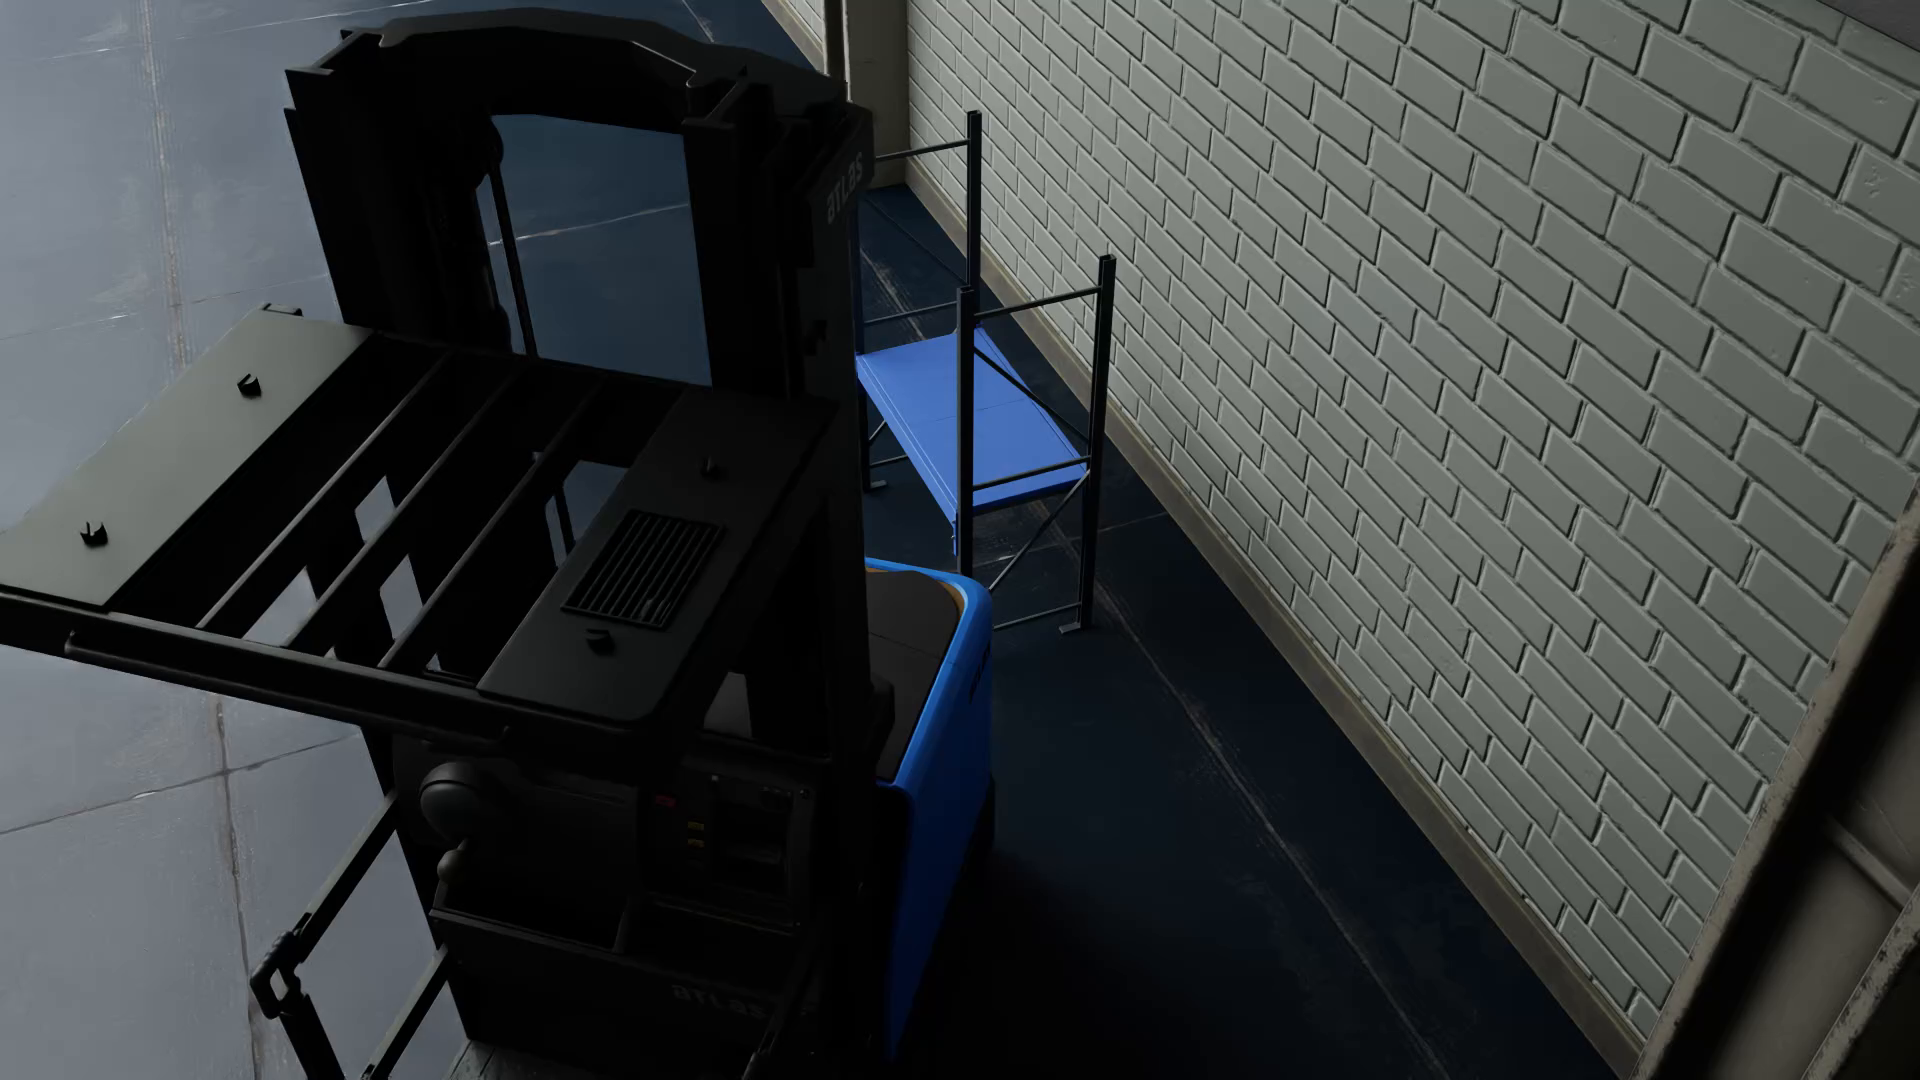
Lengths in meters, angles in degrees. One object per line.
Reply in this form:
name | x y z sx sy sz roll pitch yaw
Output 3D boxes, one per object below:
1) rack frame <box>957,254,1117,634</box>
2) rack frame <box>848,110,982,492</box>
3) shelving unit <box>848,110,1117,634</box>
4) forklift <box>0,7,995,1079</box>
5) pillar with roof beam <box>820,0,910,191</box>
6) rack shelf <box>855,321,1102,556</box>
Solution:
rack frame | 0.227 -0.211 5.345 0.500 1.500 0.032 -15 43 -17
rack frame | -0.162 -0.823 6.057 0.500 1.500 0.032 -15 43 -17
shelving unit | 0.033 -0.517 5.701 0.538 1.500 1.048 -15 43 -17
forklift | -0.790 0.648 3.249 1.130 2.935 3.031 10 42 12
pillar with roof beam | -4.435 -4.222 4.258 9.100 9.000 0.400 -15 43 -17
rack shelf | 0.033 -0.381 5.819 0.538 0.185 1.000 -15 43 -17
